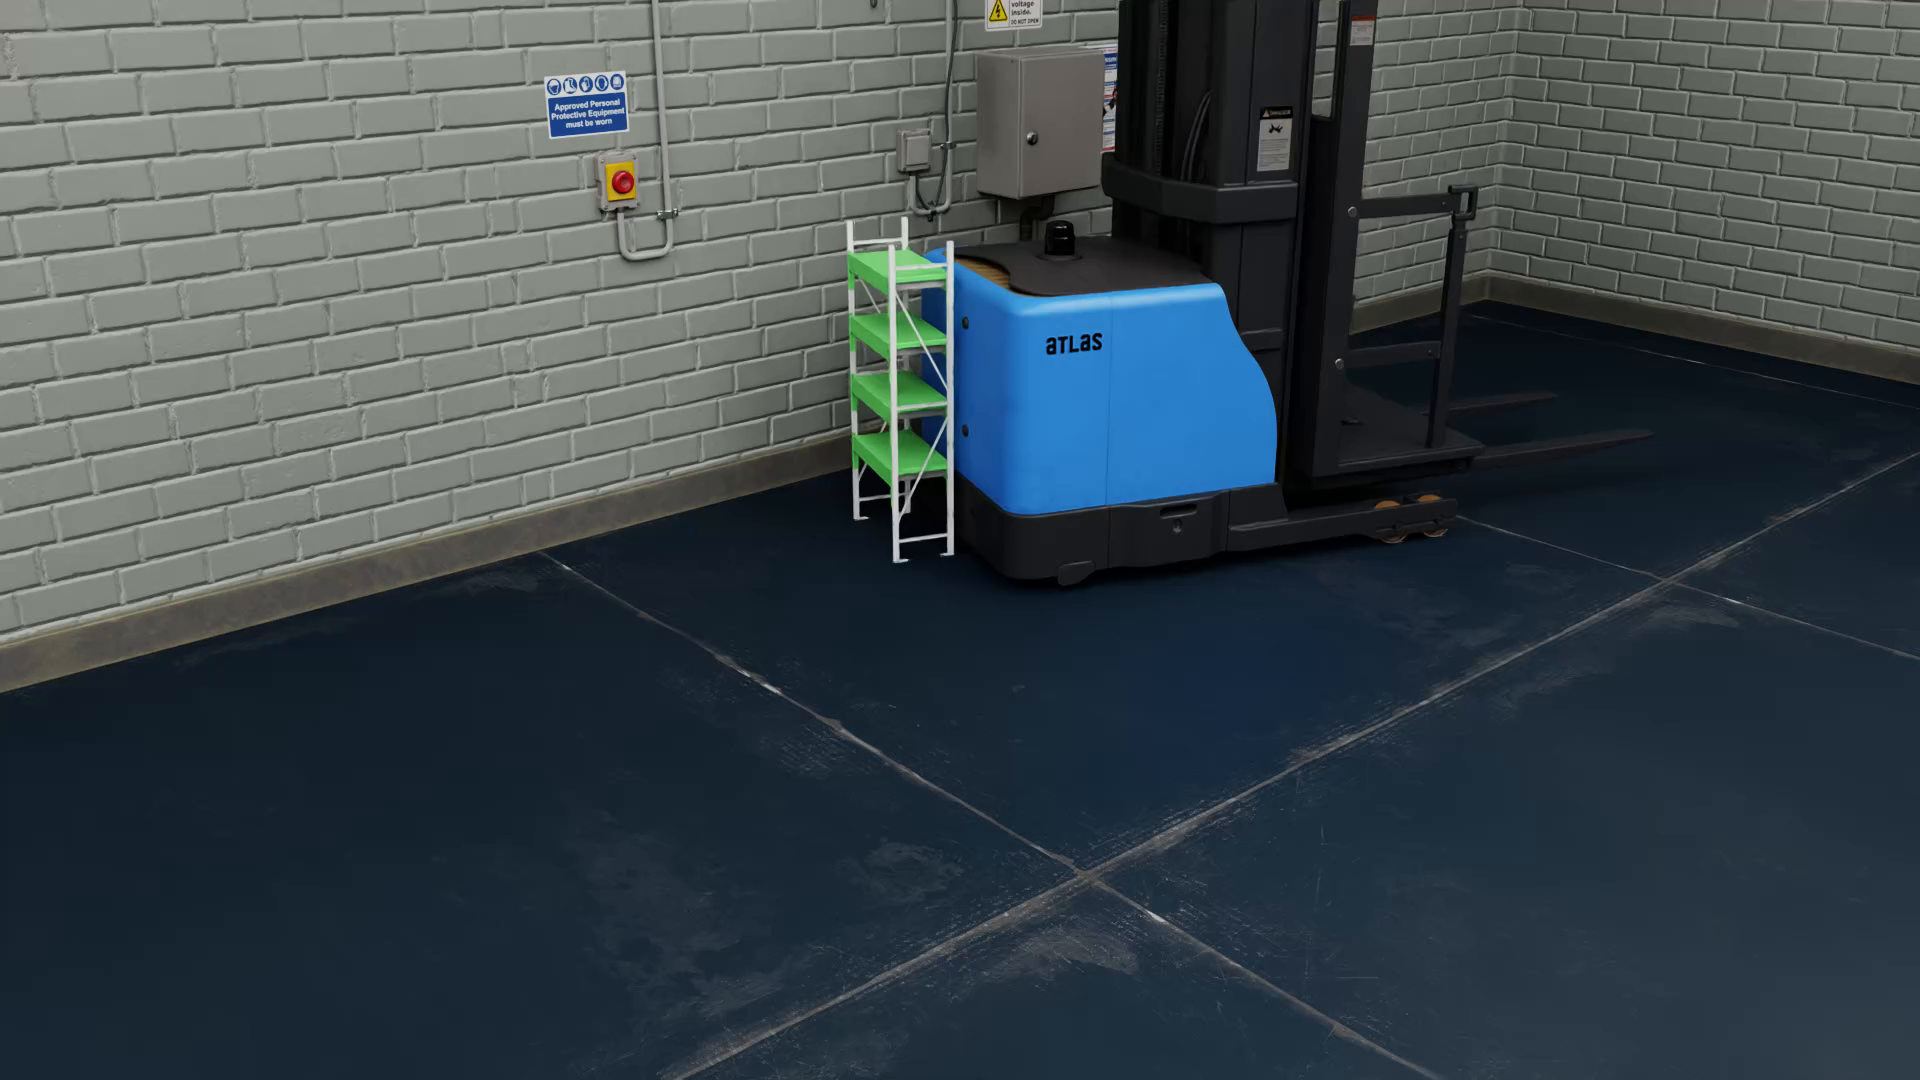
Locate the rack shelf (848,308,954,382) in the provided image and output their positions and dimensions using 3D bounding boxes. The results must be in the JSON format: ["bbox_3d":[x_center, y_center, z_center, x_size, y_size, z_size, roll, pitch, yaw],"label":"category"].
[{"bbox_3d":[-0.226,-0.736,6.235,0.258,0.148,0.480,-8,23,-20],"label":"rack shelf"}]

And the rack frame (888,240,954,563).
[{"bbox_3d":[-0.138,-0.489,6.087,0.240,1.200,0.015,-8,23,-20],"label":"rack frame"}]

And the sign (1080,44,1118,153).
[{"bbox_3d":[0.651,-2.038,7.706,0.329,0.494,0.001,-17,27,-37],"label":"sign"}]

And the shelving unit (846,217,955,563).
[{"bbox_3d":[-0.226,-0.572,6.299,0.258,1.200,0.503,-8,23,-20],"label":"shelving unit"}]

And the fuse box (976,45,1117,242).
[{"bbox_3d":[0.412,-1.308,7.477,0.539,1.711,0.414,-17,27,-37],"label":"fuse box"}]

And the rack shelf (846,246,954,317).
[{"bbox_3d":[-0.226,-0.959,6.147,0.258,0.148,0.480,-8,23,-20],"label":"rack shelf"}]

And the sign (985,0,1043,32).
[{"bbox_3d":[0.235,-2.336,7.204,0.339,0.242,0.001,-17,27,-37],"label":"sign"}]

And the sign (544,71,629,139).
[{"bbox_3d":[-1.351,-1.579,6.033,0.327,0.218,0.001,-17,27,-37],"label":"sign"}]

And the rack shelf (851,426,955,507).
[{"bbox_3d":[-0.226,-0.289,6.410,0.258,0.148,0.480,-8,23,-20],"label":"rack shelf"}]

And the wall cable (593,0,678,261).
[{"bbox_3d":[-1.274,-1.936,5.877,0.585,1.953,0.123,-17,27,-37],"label":"wall cable"}]

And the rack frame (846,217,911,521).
[{"bbox_3d":[-0.314,-0.655,6.511,0.240,1.200,0.015,-8,23,-20],"label":"rack frame"}]

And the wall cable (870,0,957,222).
[{"bbox_3d":[-0.208,-2.262,6.753,0.588,1.984,0.122,-17,27,-37],"label":"wall cable"}]

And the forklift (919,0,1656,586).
[{"bbox_3d":[1.406,-1.520,6.346,3.031,2.935,1.130,-8,23,-20],"label":"forklift"}]

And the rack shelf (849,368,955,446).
[{"bbox_3d":[-0.226,-0.512,6.322,0.258,0.148,0.480,-8,23,-20],"label":"rack shelf"}]
